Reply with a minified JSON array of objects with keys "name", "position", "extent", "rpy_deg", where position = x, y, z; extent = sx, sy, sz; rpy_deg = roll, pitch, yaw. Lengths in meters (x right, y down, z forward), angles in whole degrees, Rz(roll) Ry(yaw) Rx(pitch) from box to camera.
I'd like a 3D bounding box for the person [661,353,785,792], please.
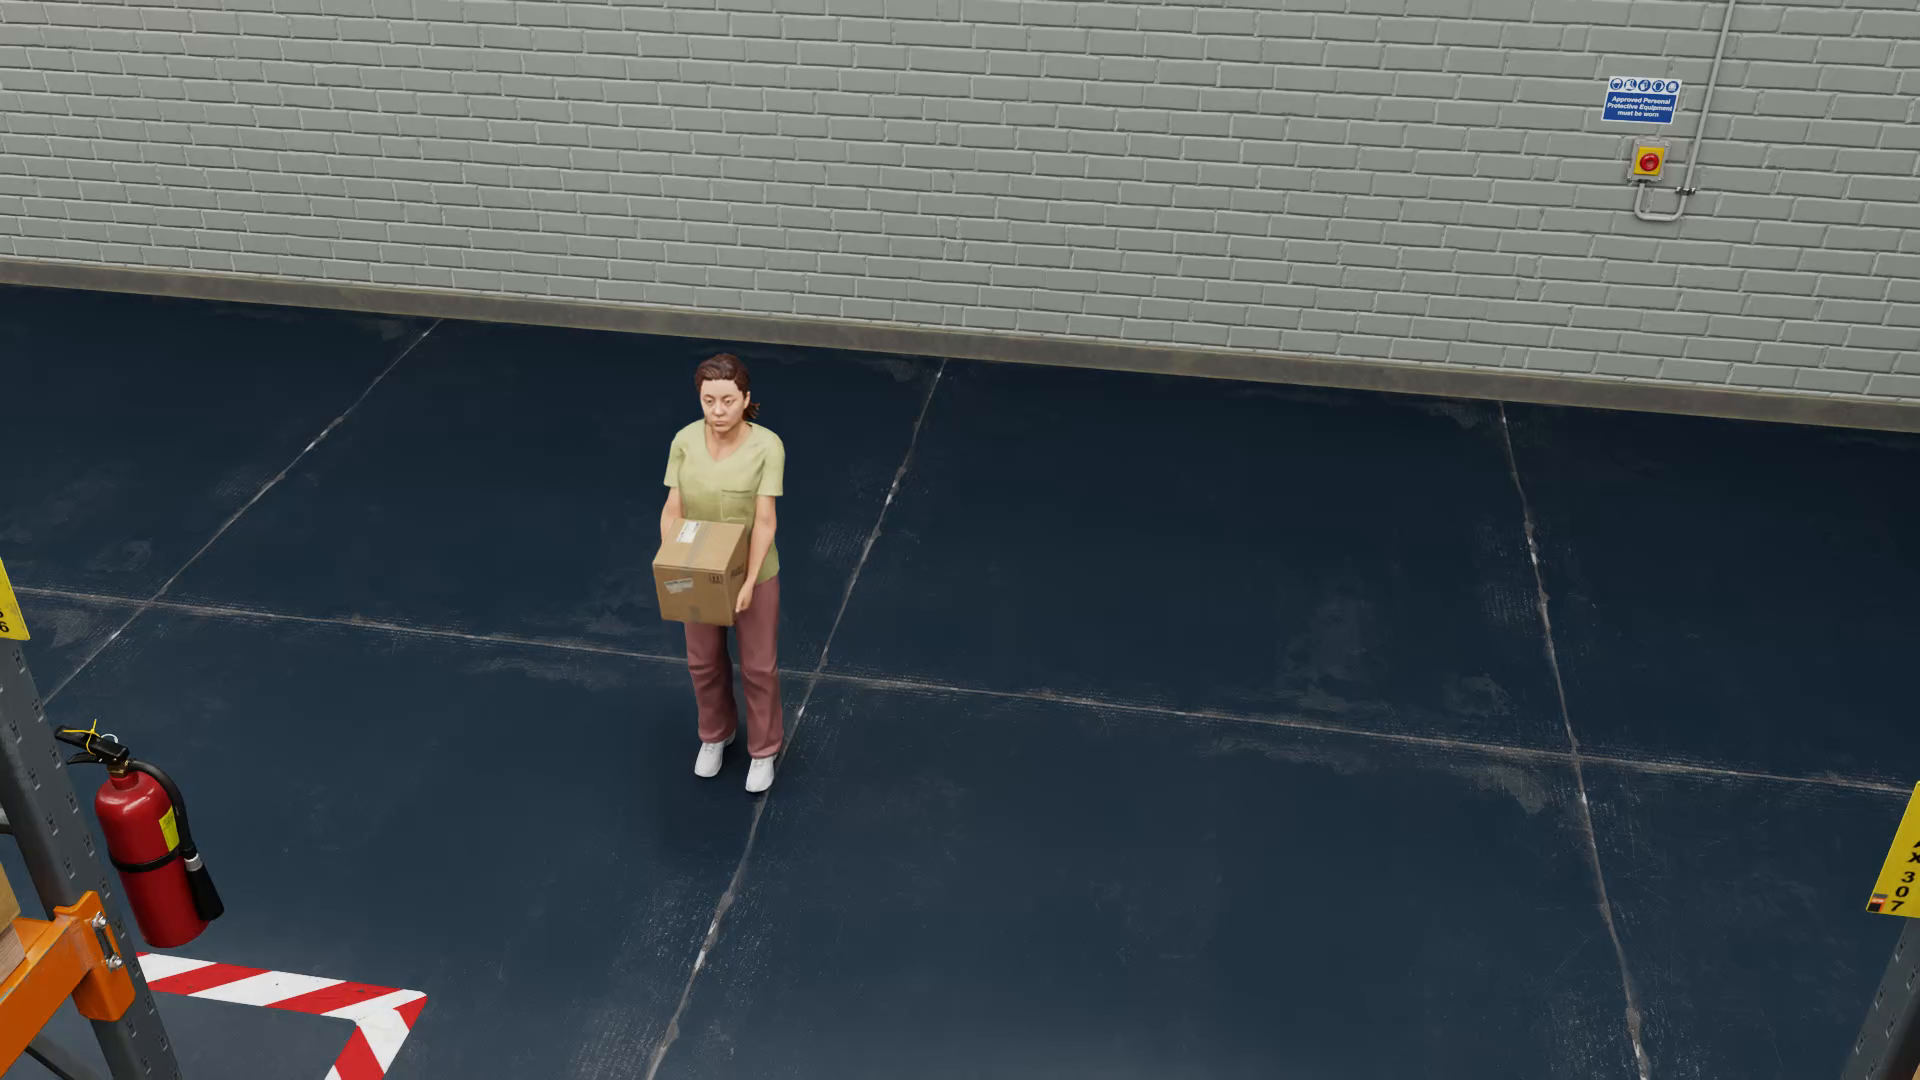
[{"name":"person","position":[-0.831,0.158,5.902],"extent":[0.424,1.667,0.551],"rpy_deg":[6,33,9]}]
